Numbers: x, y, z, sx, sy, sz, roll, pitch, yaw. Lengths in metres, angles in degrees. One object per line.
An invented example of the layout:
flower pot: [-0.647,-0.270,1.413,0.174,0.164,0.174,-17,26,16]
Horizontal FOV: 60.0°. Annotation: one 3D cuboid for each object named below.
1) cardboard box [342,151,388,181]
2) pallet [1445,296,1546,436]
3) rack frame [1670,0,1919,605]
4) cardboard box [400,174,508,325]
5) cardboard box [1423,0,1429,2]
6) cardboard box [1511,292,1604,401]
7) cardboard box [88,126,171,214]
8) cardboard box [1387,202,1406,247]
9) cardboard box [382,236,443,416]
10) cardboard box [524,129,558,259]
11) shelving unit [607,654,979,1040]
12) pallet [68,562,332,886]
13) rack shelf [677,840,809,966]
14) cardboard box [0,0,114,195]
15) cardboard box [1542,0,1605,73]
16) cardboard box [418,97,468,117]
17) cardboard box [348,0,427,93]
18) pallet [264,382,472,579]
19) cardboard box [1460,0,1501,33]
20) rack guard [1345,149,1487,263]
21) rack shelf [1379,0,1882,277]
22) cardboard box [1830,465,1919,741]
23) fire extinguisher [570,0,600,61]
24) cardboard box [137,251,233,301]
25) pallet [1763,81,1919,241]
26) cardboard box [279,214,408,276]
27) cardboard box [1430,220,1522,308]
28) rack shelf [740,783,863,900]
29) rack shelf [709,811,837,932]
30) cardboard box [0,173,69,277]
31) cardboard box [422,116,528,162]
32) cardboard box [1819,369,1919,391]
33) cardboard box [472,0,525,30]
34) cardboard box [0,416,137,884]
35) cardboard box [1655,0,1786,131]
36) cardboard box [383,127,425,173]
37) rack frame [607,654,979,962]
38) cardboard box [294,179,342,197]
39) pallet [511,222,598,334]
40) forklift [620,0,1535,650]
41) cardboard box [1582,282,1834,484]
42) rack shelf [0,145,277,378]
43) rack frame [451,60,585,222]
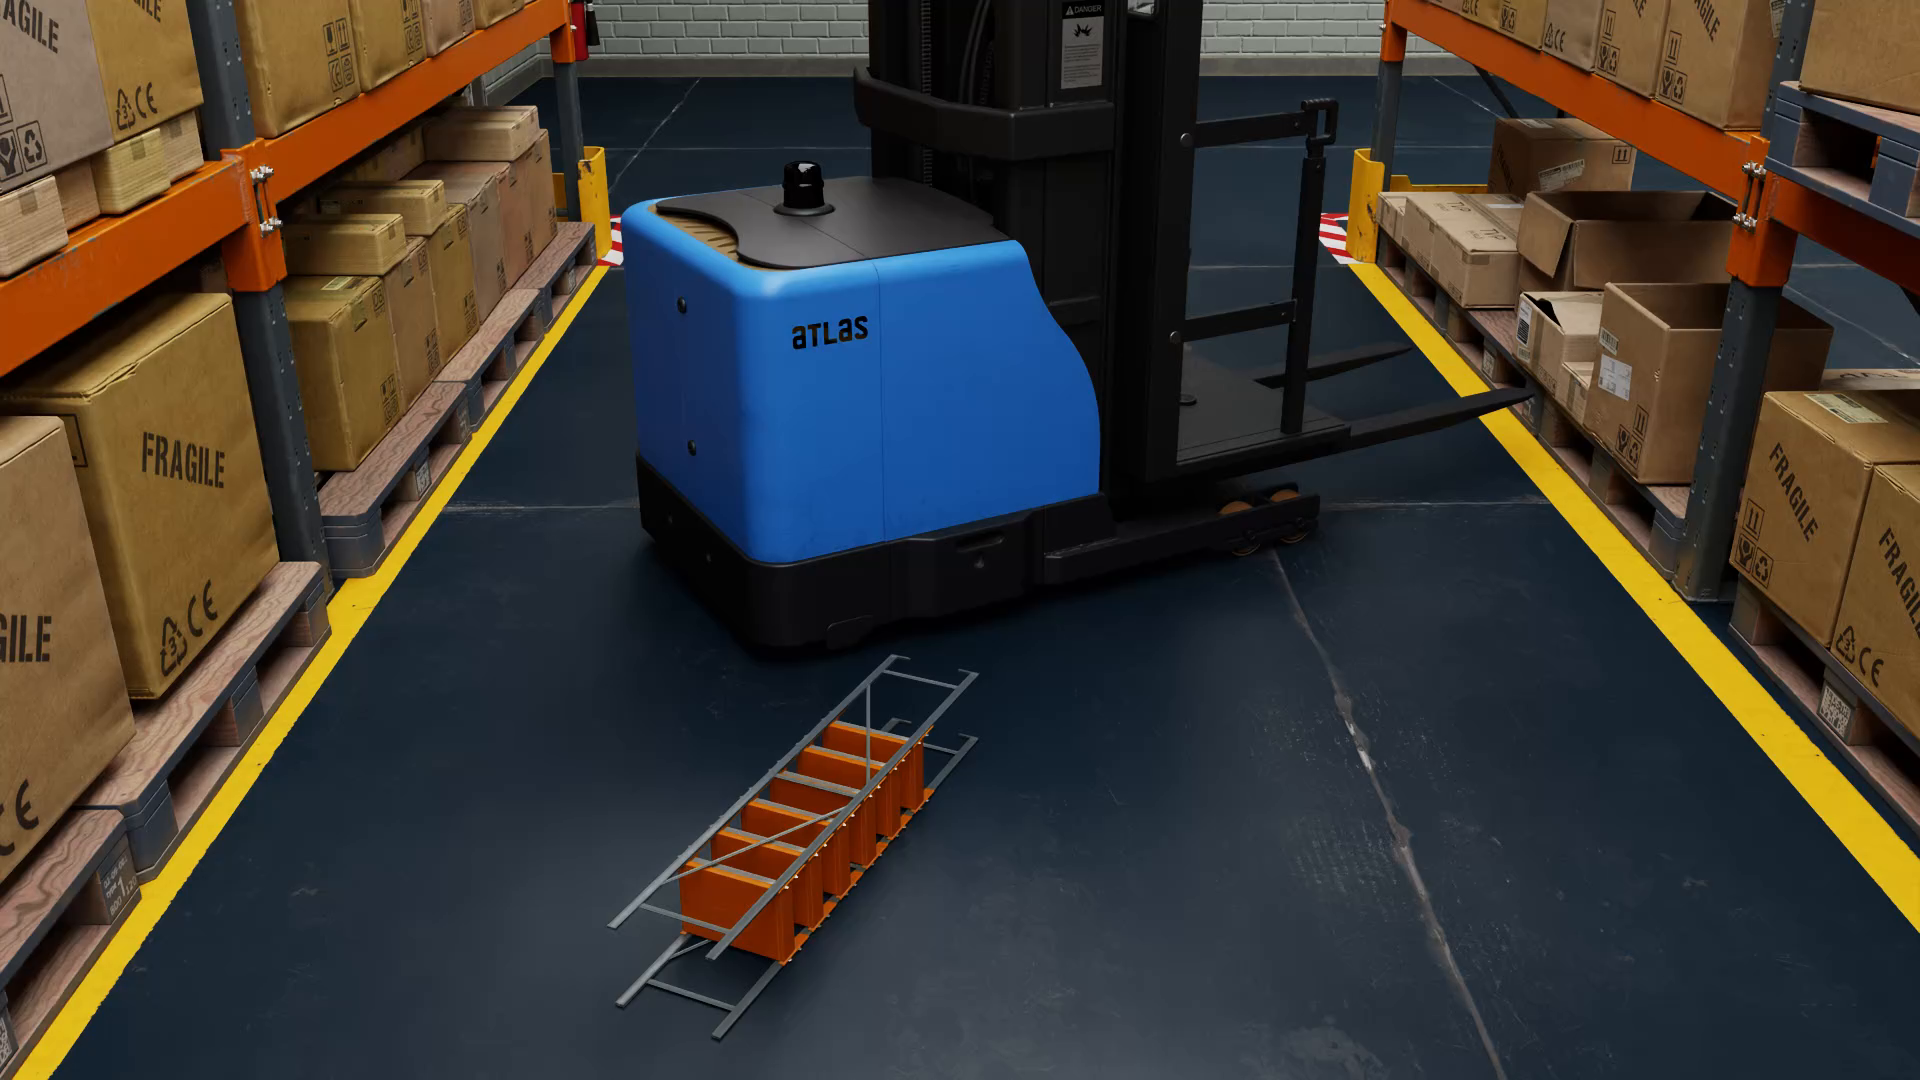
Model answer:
cardboard box: [-2.462,-1.418,6.483,0.380,0.149,0.250,0,24,0]
pallet: [2.590,-0.722,6.591,1.003,0.211,1.213,0,24,-1]
rack frame: [2.613,-1.206,4.276,1.000,3.000,0.127,0,24,-1]
cardboard box: [-2.265,-1.181,6.745,0.700,0.500,0.500,-1,24,-2]
cardboard box: [2.310,-2.716,7.493,0.500,0.500,0.500,0,24,1]
cardboard box: [2.315,-0.724,5.939,0.500,0.311,0.500,0,24,-1]
cardboard box: [-2.027,-0.835,3.736,0.380,0.149,0.250,0,24,0]
cardboard box: [2.233,-1.486,7.801,0.380,0.166,0.250,0,24,-1]
cardboard box: [-2.248,-0.750,5.792,0.700,0.500,0.500,0,24,-1]
cardboard box: [-2.277,-1.595,7.659,0.700,0.500,0.500,0,24,-1]
shelving unit: [-0.312,0.616,3.653,0.258,0.189,1.200,11,26,22]
pallet: [-2.257,0.406,4.096,1.003,0.211,1.213,0,24,-1]
rack shelf: [-0.444,0.734,3.392,0.258,0.180,0.103,11,26,22]
cardboard box: [-2.068,-0.973,3.254,0.500,0.500,0.500,0,24,0]
cardboard box: [2.336,-1.880,5.646,0.500,0.500,0.500,0,24,1]
cardboard box: [-2.478,-1.941,7.638,0.380,0.149,0.250,0,24,0]
cardboard box: [-2.333,-1.843,5.321,0.980,0.700,0.700,-1,24,-2]
pallet: [-2.271,-0.225,5.491,1.003,0.211,1.213,0,24,-1]
cardboard box: [2.324,-2.296,6.565,0.500,0.500,0.500,0,24,-1]
rack guard: [2.570,-1.684,8.366,1.175,0.500,0.348,0,24,-1]
rack shelf: [2.591,-1.702,6.246,1.077,0.370,4.000,0,24,-1]
cardboard box: [2.391,0.153,3.771,0.500,0.500,0.500,0,24,0]
fire extinguisher: [-1.924,-2.689,8.102,0.296,0.674,0.183,0,24,-1]
cardboard box: [-2.443,-0.778,5.066,0.380,0.149,0.250,0,24,-1]
pallet: [2.512,-0.788,3.586,1.003,0.211,1.213,0,24,-1]
cardboard box: [-2.067,-0.980,5.514,0.380,0.149,0.250,1,24,1]
cardboard box: [2.302,-1.164,6.987,0.500,0.250,0.500,0,24,-1]
rack shelf: [-0.344,0.644,3.591,0.258,0.180,0.103,11,26,22]
rack shelf: [-0.394,0.689,3.491,0.258,0.180,0.103,11,26,22]
cardboard box: [-2.008,-0.619,3.259,0.380,0.149,0.250,0,24,-1]
cardboard box: [-2.089,-1.733,7.178,0.380,0.149,0.250,0,24,1]
cardboard box: [2.825,-0.355,5.124,0.500,0.311,0.500,0,24,-1]
cardboard box: [-2.350,-2.457,6.679,0.980,0.700,0.700,0,24,-1]
cardboard box: [-2.191,0.240,3.179,0.750,0.750,0.750,0,24,1]
cardboard box: [2.351,-1.456,4.708,0.500,0.500,0.500,0,24,0]
cardboard box: [-2.469,-1.629,6.948,0.380,0.149,0.250,0,24,0]
rack frame: [-0.312,0.533,3.616,0.240,0.006,1.200,11,26,22]
cardboard box: [-2.456,-1.208,6.017,0.380,0.149,0.250,0,24,0]
pallet: [-2.297,-1.230,7.715,1.003,0.211,1.213,0,24,-1]
forklift: [0.543,-1.462,4.925,3.031,2.935,1.130,-13,27,-27]
cardboard box: [2.323,-0.501,5.217,0.500,0.500,0.500,0,24,-1]
rack shelf: [-2.319,-0.030,2.549,1.077,0.370,4.000,0,24,-1]
rack frame: [-2.384,-2.830,7.868,1.000,3.000,0.127,0,24,-1]
